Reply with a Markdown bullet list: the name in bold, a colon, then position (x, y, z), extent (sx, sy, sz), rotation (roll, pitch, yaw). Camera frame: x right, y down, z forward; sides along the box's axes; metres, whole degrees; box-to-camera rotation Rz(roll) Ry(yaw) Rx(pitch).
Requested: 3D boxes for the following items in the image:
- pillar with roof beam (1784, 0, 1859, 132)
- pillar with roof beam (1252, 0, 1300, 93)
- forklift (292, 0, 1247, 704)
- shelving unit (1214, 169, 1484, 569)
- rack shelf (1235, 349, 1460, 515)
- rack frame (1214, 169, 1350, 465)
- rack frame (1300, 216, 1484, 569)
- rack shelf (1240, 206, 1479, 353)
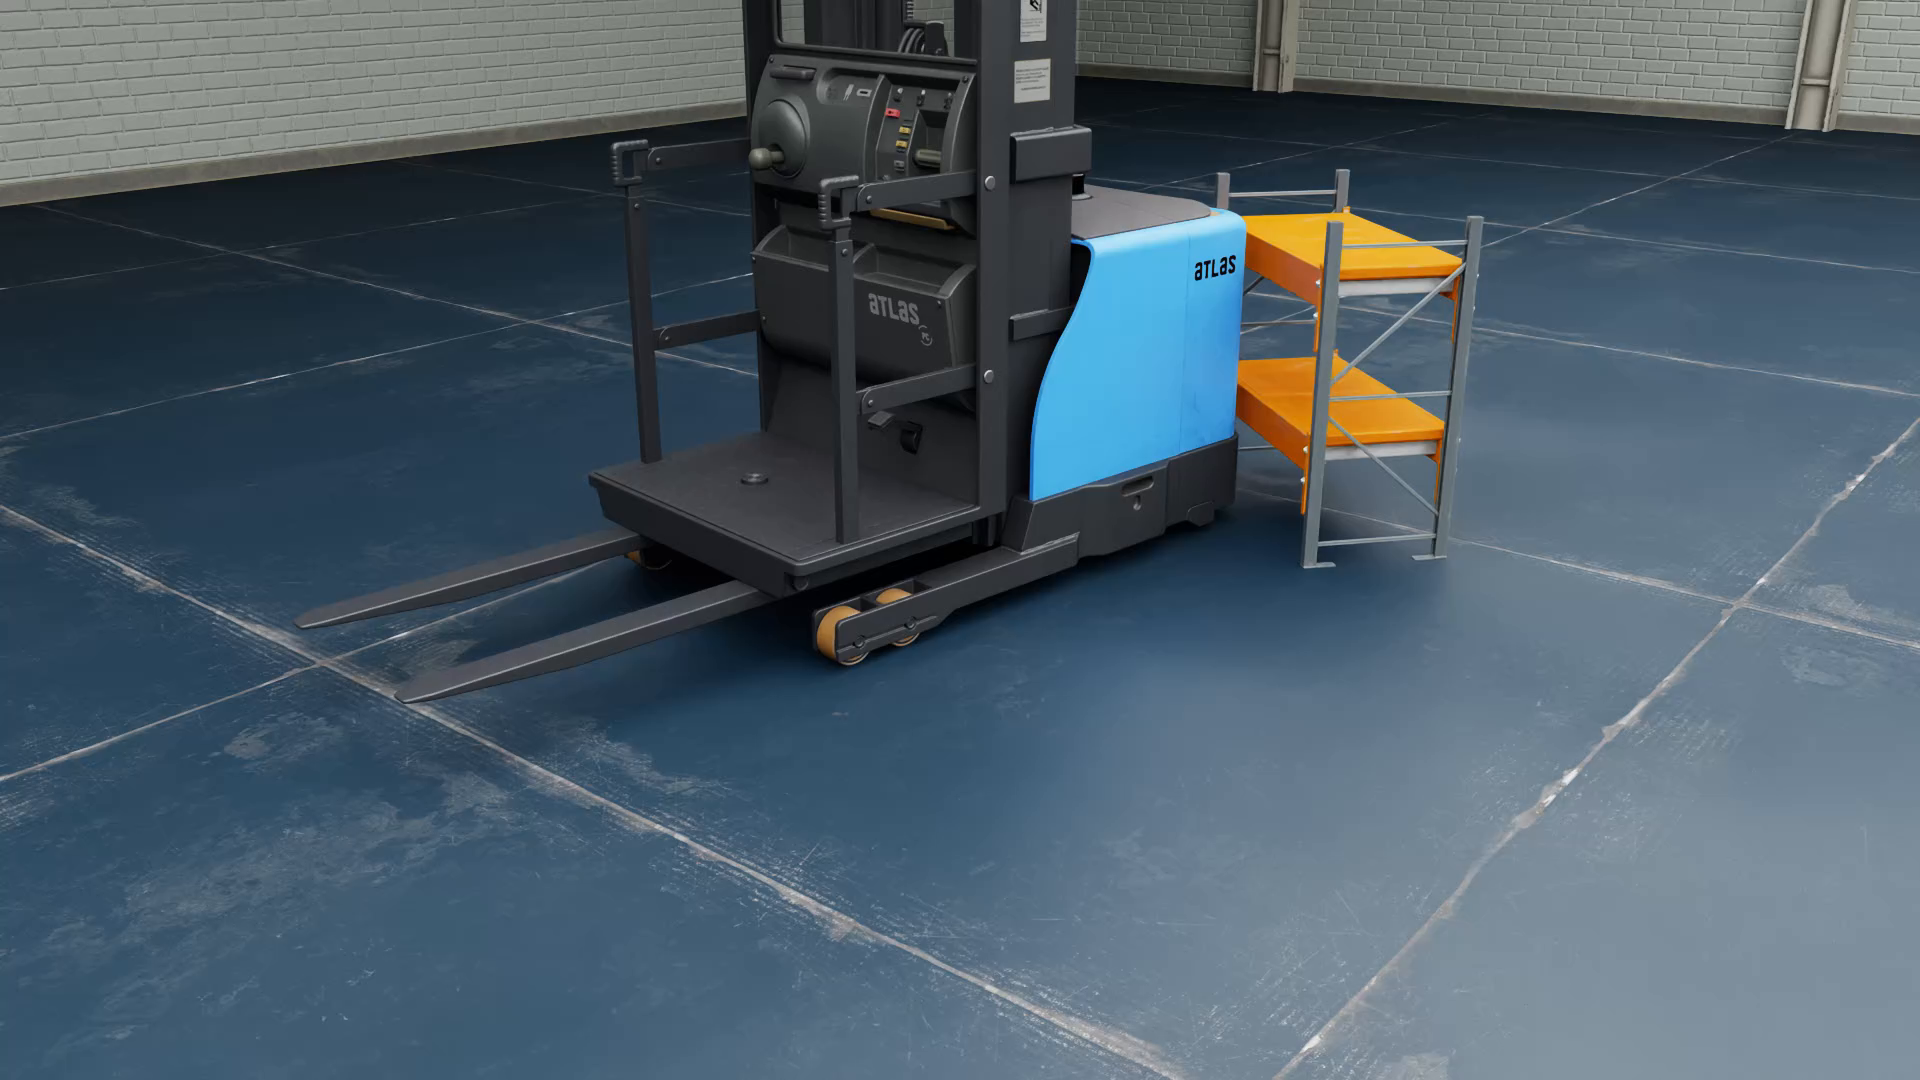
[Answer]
- **pillar with roof beam**: position (5.695, -7.107, 11.761), extent (0.400, 9.000, 9.100), rotation (16, 26, 36)
- **pillar with roof beam**: position (1.047, -8.446, 15.311), extent (0.400, 9.000, 9.100), rotation (16, 26, 36)
- **forklift**: position (-0.456, -1.222, 4.755), extent (3.031, 2.935, 1.130), rotation (-18, 27, -40)
- **shelving unit**: position (1.265, -0.629, 5.743), extent (0.538, 1.125, 1.048), rotation (-4, 21, -10)
- **rack shelf**: position (1.265, -0.401, 5.829), extent (0.538, 0.278, 1.000), rotation (-4, 21, -10)
- **rack frame**: position (1.169, -0.805, 6.210), extent (0.500, 1.125, 0.032), rotation (-4, 21, -10)
- **rack frame**: position (1.362, -0.453, 5.276), extent (0.500, 1.125, 0.032), rotation (-4, 21, -10)
- **rack shelf**: position (1.265, -0.903, 5.640), extent (0.538, 0.278, 1.000), rotation (-4, 21, -10)
